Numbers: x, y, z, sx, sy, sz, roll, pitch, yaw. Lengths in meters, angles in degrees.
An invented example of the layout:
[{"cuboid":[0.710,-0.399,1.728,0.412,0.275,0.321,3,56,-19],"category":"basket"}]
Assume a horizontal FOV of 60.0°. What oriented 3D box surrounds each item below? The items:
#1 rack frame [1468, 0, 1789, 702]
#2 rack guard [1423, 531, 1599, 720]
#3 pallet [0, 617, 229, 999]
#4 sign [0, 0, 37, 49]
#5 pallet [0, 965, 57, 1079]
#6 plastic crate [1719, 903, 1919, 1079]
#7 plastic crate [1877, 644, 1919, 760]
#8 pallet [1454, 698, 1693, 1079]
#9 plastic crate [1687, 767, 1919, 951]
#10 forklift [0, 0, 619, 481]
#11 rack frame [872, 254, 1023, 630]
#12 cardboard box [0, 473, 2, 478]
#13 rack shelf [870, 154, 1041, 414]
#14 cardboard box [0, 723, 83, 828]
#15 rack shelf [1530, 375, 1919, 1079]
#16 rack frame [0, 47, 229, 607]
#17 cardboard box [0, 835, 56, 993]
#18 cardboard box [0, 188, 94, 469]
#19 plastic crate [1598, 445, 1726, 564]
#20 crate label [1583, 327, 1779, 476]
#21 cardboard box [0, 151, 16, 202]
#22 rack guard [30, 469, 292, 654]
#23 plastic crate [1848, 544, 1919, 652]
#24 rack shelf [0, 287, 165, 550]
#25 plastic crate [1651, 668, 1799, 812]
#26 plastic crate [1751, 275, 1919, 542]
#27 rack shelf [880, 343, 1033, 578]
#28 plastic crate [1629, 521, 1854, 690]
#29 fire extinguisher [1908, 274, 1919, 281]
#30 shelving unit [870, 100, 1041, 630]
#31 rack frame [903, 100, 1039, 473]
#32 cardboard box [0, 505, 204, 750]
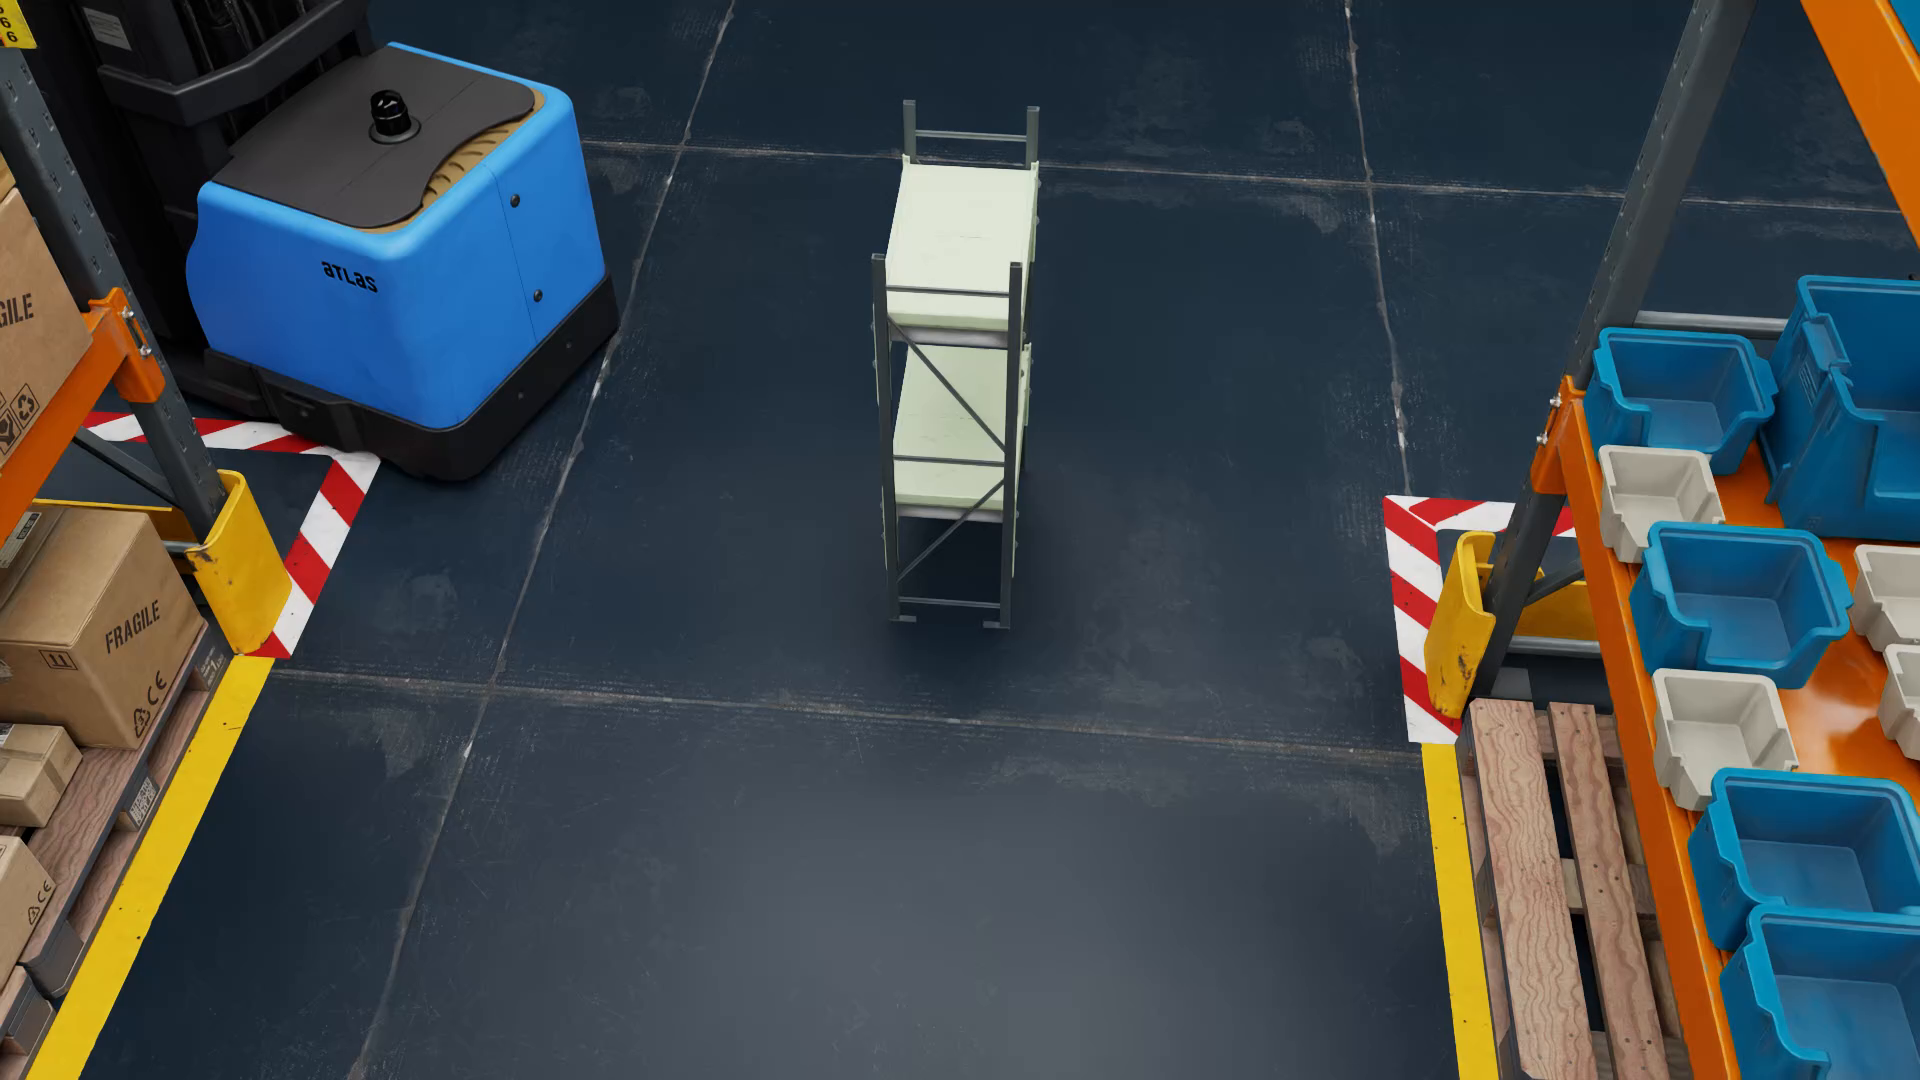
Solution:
[{"cuboid":[2.097,-0.523,4.196,1.000,3.000,0.127,4,48,4],"category":"rack frame"},{"cuboid":[2.086,0.302,5.135,1.175,0.500,0.348,4,48,4],"category":"rack guard"},{"cuboid":[-2.914,0.724,4.945,1.003,0.211,1.213,4,48,4],"category":"pallet"},{"cuboid":[-2.285,-1.304,3.911,0.100,0.325,0.005,4,48,4],"category":"sign"},{"cuboid":[-3.028,1.618,4.127,1.003,0.211,1.213,4,48,4],"category":"pallet"},{"cuboid":[1.599,0.861,3.003,0.416,0.233,0.300,4,48,4],"category":"plastic crate"},{"cuboid":[2.162,0.369,3.518,0.396,0.136,0.243,4,48,4],"category":"plastic crate"},{"cuboid":[1.983,1.021,4.673,1.003,0.211,1.213,4,48,4],"category":"pallet"},{"cuboid":[1.627,0.640,3.205,0.416,0.233,0.300,4,48,4],"category":"plastic crate"},{"cuboid":[-2.875,-1.949,5.546,3.031,2.935,1.130,19,50,17],"category":"forklift"},{"cuboid":[-0.034,-0.232,4.946,0.400,1.500,0.023,4,48,4],"category":"rack frame"},{"cuboid":[-2.649,-0.164,3.799,0.500,0.500,0.500,4,48,4],"category":"cardboard box"},{"cuboid":[-0.001,-0.765,4.904,0.431,0.370,0.720,4,48,4],"category":"rack shelf"},{"cuboid":[-2.766,0.656,4.739,0.380,0.166,0.250,4,48,4],"category":"cardboard box"},{"cuboid":[1.915,1.189,3.117,1.077,0.370,4.000,4,48,4],"category":"rack shelf"},{"cuboid":[-2.835,-0.859,4.503,1.000,3.000,0.127,4,48,4],"category":"rack frame"},{"cuboid":[-2.756,1.033,4.338,0.500,0.250,0.500,4,48,4],"category":"cardboard box"},{"cuboid":[-2.605,-0.545,4.148,0.500,0.500,0.500,5,48,5],"category":"cardboard box"},{"cuboid":[1.635,-0.065,3.915,0.250,0.136,0.298,4,48,4],"category":"plastic crate"},{"cuboid":[1.747,-0.328,4.090,0.416,0.233,0.303,4,48,4],"category":"crate label"},{"cuboid":[-2.602,-0.885,3.781,0.500,0.500,0.500,3,48,3],"category":"cardboard box"},{"cuboid":[-2.842,0.040,5.374,1.175,0.500,0.348,4,48,4],"category":"rack guard"},{"cuboid":[2.203,0.157,3.712,0.396,0.136,0.243,4,48,4],"category":"plastic crate"},{"cuboid":[-3.018,0.853,3.424,1.077,0.370,4.000,4,48,4],"category":"rack shelf"},{"cuboid":[1.573,0.434,3.459,0.250,0.136,0.298,4,48,4],"category":"plastic crate"},{"cuboid":[2.252,-0.297,3.924,0.616,0.435,0.499,4,48,4],"category":"plastic crate"},{"cuboid":[-0.001,-0.281,5.433,0.431,0.370,0.720,4,48,4],"category":"rack shelf"},{"cuboid":[1.687,0.156,3.647,0.416,0.233,0.300,4,48,4],"category":"plastic crate"},{"cuboid":[2.563,-0.451,4.435,0.296,0.674,0.183,4,48,4],"category":"fire extinguisher"},{"cuboid":[-0.001,-0.501,5.192,0.431,1.500,0.755,4,48,4],"category":"shelving unit"},{"cuboid":[0.033,-0.770,5.438,0.400,1.500,0.023,4,48,4],"category":"rack frame"},{"cuboid":[-2.640,0.252,4.882,0.500,0.500,0.500,4,48,4],"category":"cardboard box"}]
